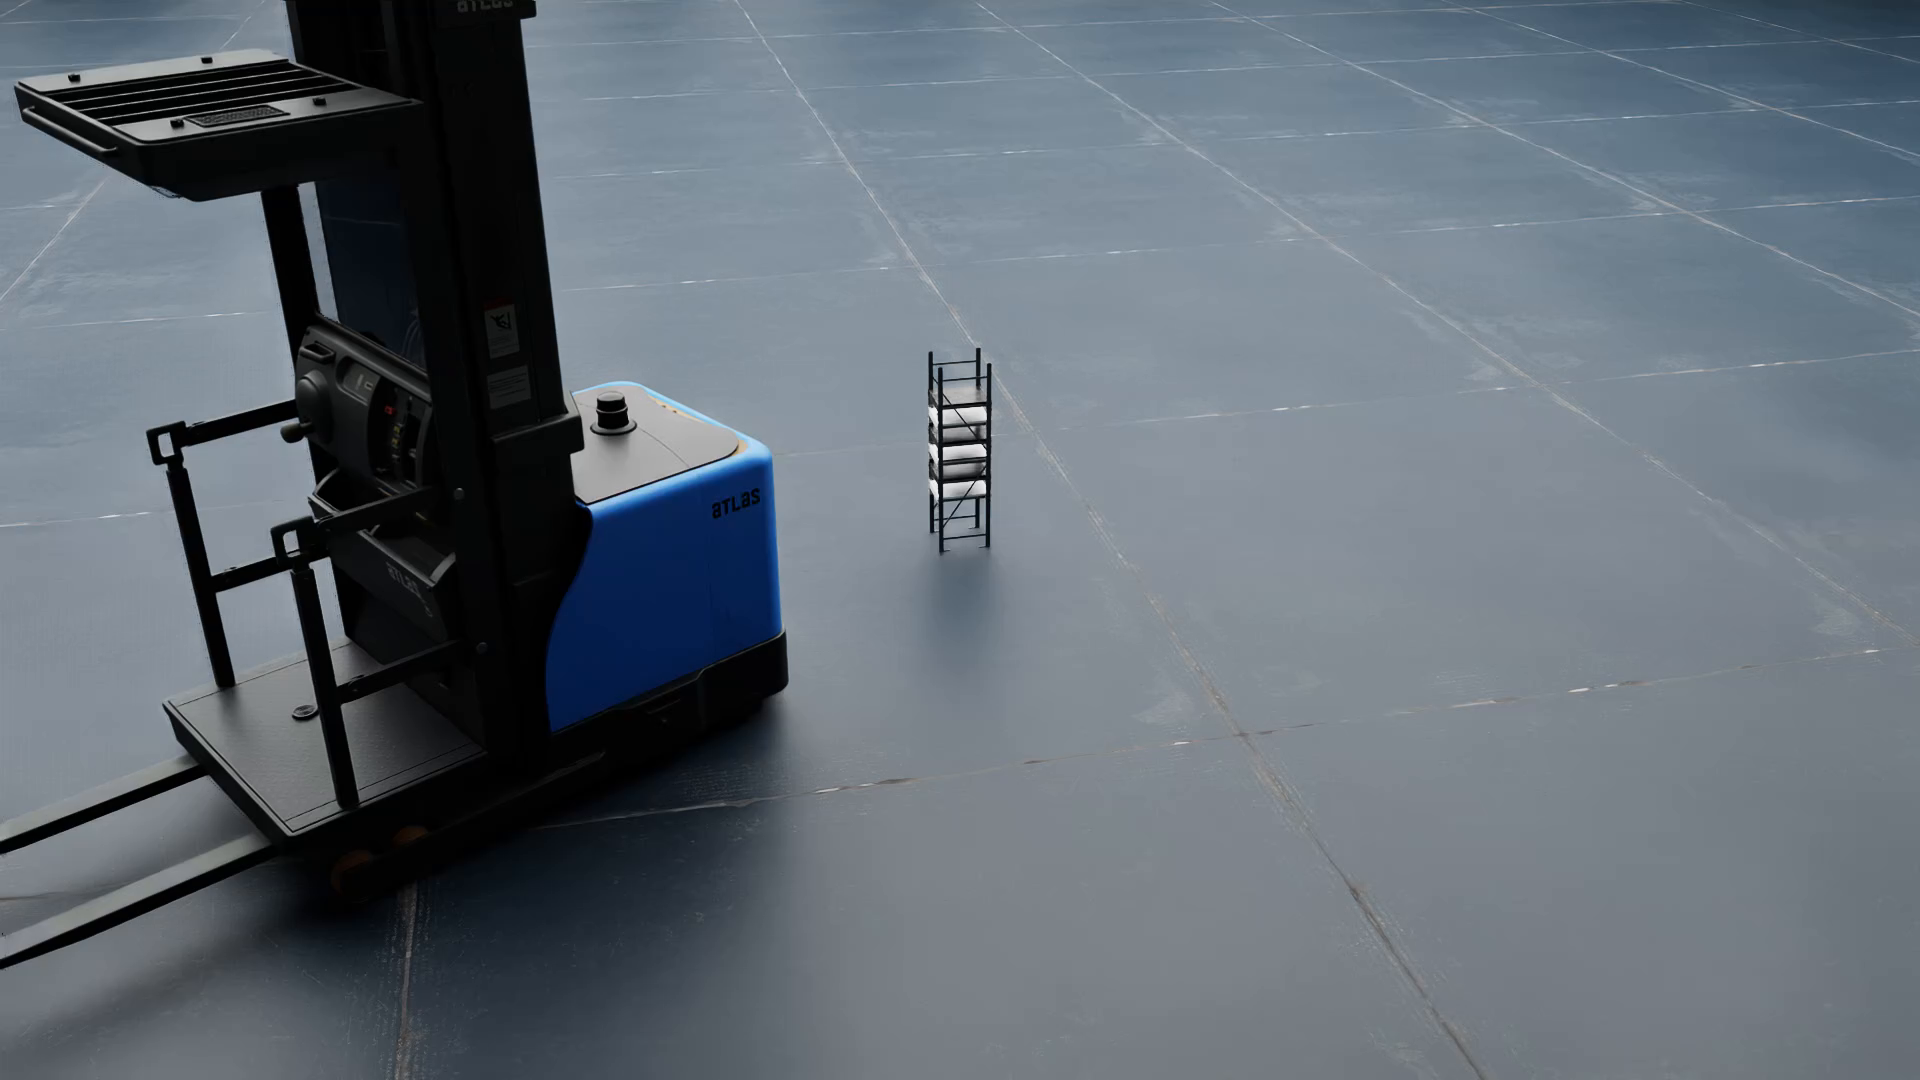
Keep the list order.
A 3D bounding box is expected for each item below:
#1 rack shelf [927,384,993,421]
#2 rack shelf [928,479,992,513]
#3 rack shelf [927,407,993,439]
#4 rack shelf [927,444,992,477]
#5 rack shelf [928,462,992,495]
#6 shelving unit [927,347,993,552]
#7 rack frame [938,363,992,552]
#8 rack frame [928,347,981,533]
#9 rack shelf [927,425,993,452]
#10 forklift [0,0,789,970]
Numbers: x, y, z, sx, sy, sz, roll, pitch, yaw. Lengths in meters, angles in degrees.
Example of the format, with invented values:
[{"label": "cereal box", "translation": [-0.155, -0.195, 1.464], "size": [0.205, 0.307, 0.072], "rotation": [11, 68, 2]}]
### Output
[{"label": "rack shelf", "translation": [-0.002, -0.617, 7.448], "size": [0.258, 0.077, 0.200], "rotation": [-6, 27, -12]}, {"label": "rack shelf", "translation": [-0.002, -0.215, 7.650], "size": [0.258, 0.077, 0.200], "rotation": [-6, 27, -12]}, {"label": "rack shelf", "translation": [-0.002, -0.536, 7.488], "size": [0.258, 0.077, 0.200], "rotation": [-6, 27, -12]}, {"label": "rack shelf", "translation": [-0.002, -0.376, 7.569], "size": [0.258, 0.077, 0.200], "rotation": [-6, 27, -12]}, {"label": "rack shelf", "translation": [-0.002, -0.295, 7.610], "size": [0.258, 0.077, 0.200], "rotation": [-6, 27, -12]}, {"label": "shelving unit", "translation": [-0.002, -0.405, 7.554], "size": [0.258, 0.900, 0.210], "rotation": [-6, 27, -12]}, {"label": "rack frame", "translation": [0.021, -0.361, 7.466], "size": [0.240, 0.900, 0.006], "rotation": [-6, 27, -12]}, {"label": "rack frame", "translation": [-0.025, -0.450, 7.643], "size": [0.240, 0.900, 0.006], "rotation": [-6, 27, -12]}, {"label": "rack shelf", "translation": [-0.002, -0.456, 7.529], "size": [0.258, 0.077, 0.200], "rotation": [-6, 27, -12]}, {"label": "forklift", "translation": [-2.090, -0.394, 5.277], "size": [3.031, 2.935, 1.130], "rotation": [-23, 35, -38]}]
